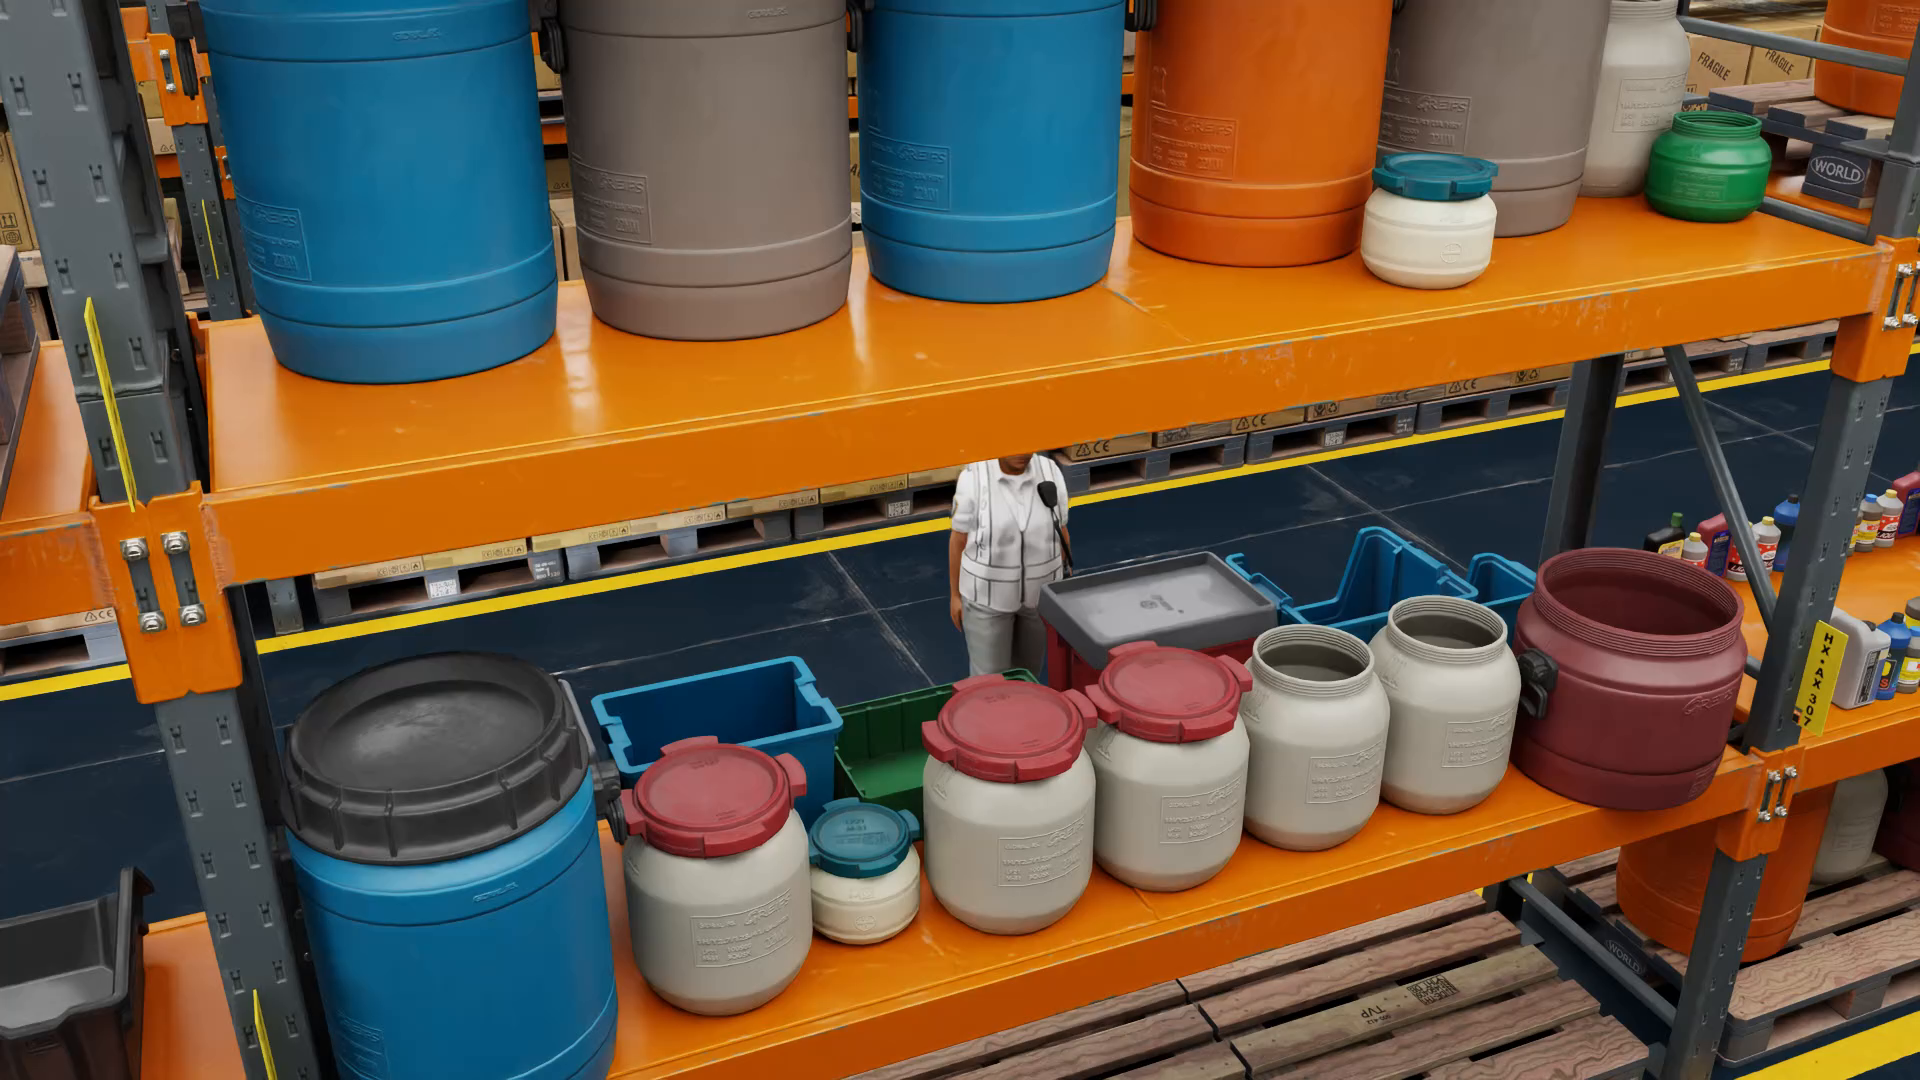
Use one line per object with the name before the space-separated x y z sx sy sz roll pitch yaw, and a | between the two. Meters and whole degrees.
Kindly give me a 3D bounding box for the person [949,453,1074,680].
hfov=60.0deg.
person | 0.237 0.268 6.560 0.487 1.647 0.702 -6 27 -12
